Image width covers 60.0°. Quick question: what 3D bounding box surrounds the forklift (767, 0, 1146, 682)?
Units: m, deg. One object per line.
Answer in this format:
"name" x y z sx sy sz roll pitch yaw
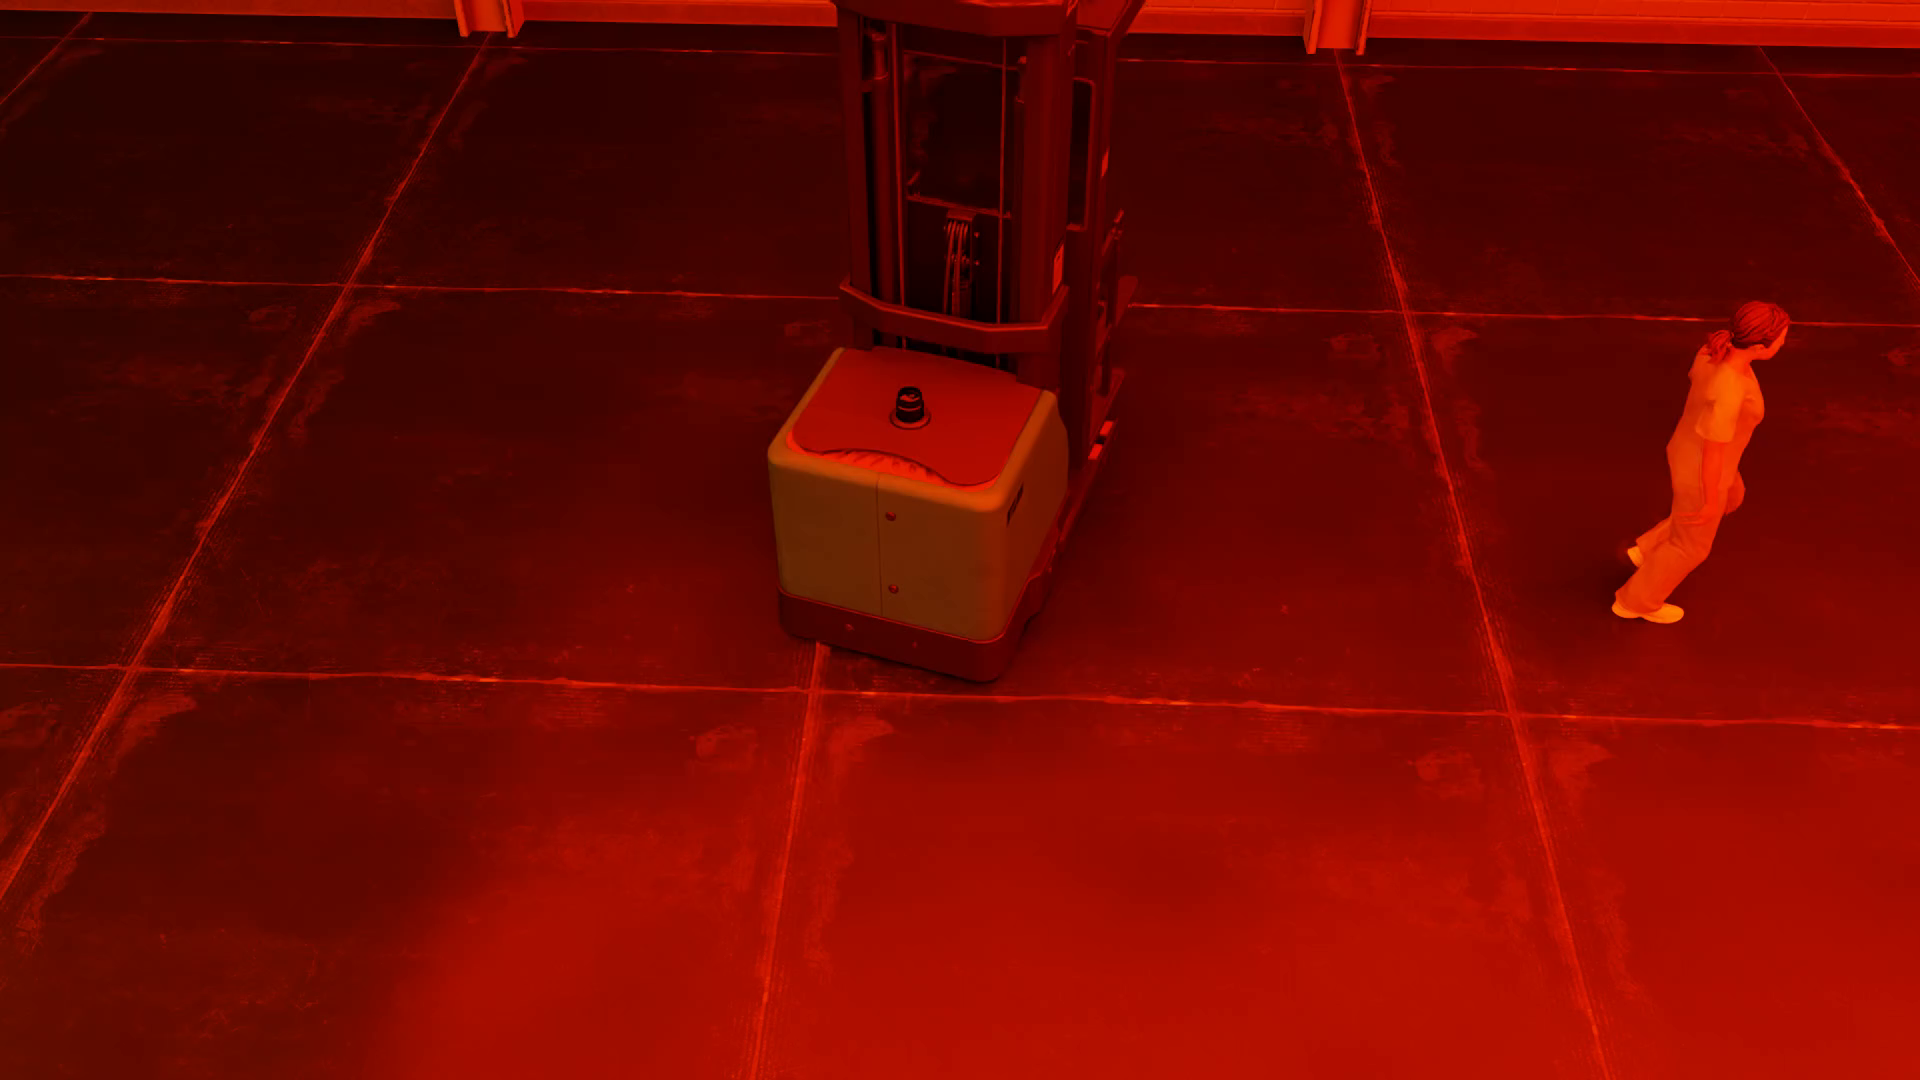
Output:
"forklift" 0.162 -1.481 7.365 1.130 2.935 3.031 13 44 14

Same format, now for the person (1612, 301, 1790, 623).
"person" 3.185 -0.308 7.028 0.471 1.655 0.562 5 43 6
